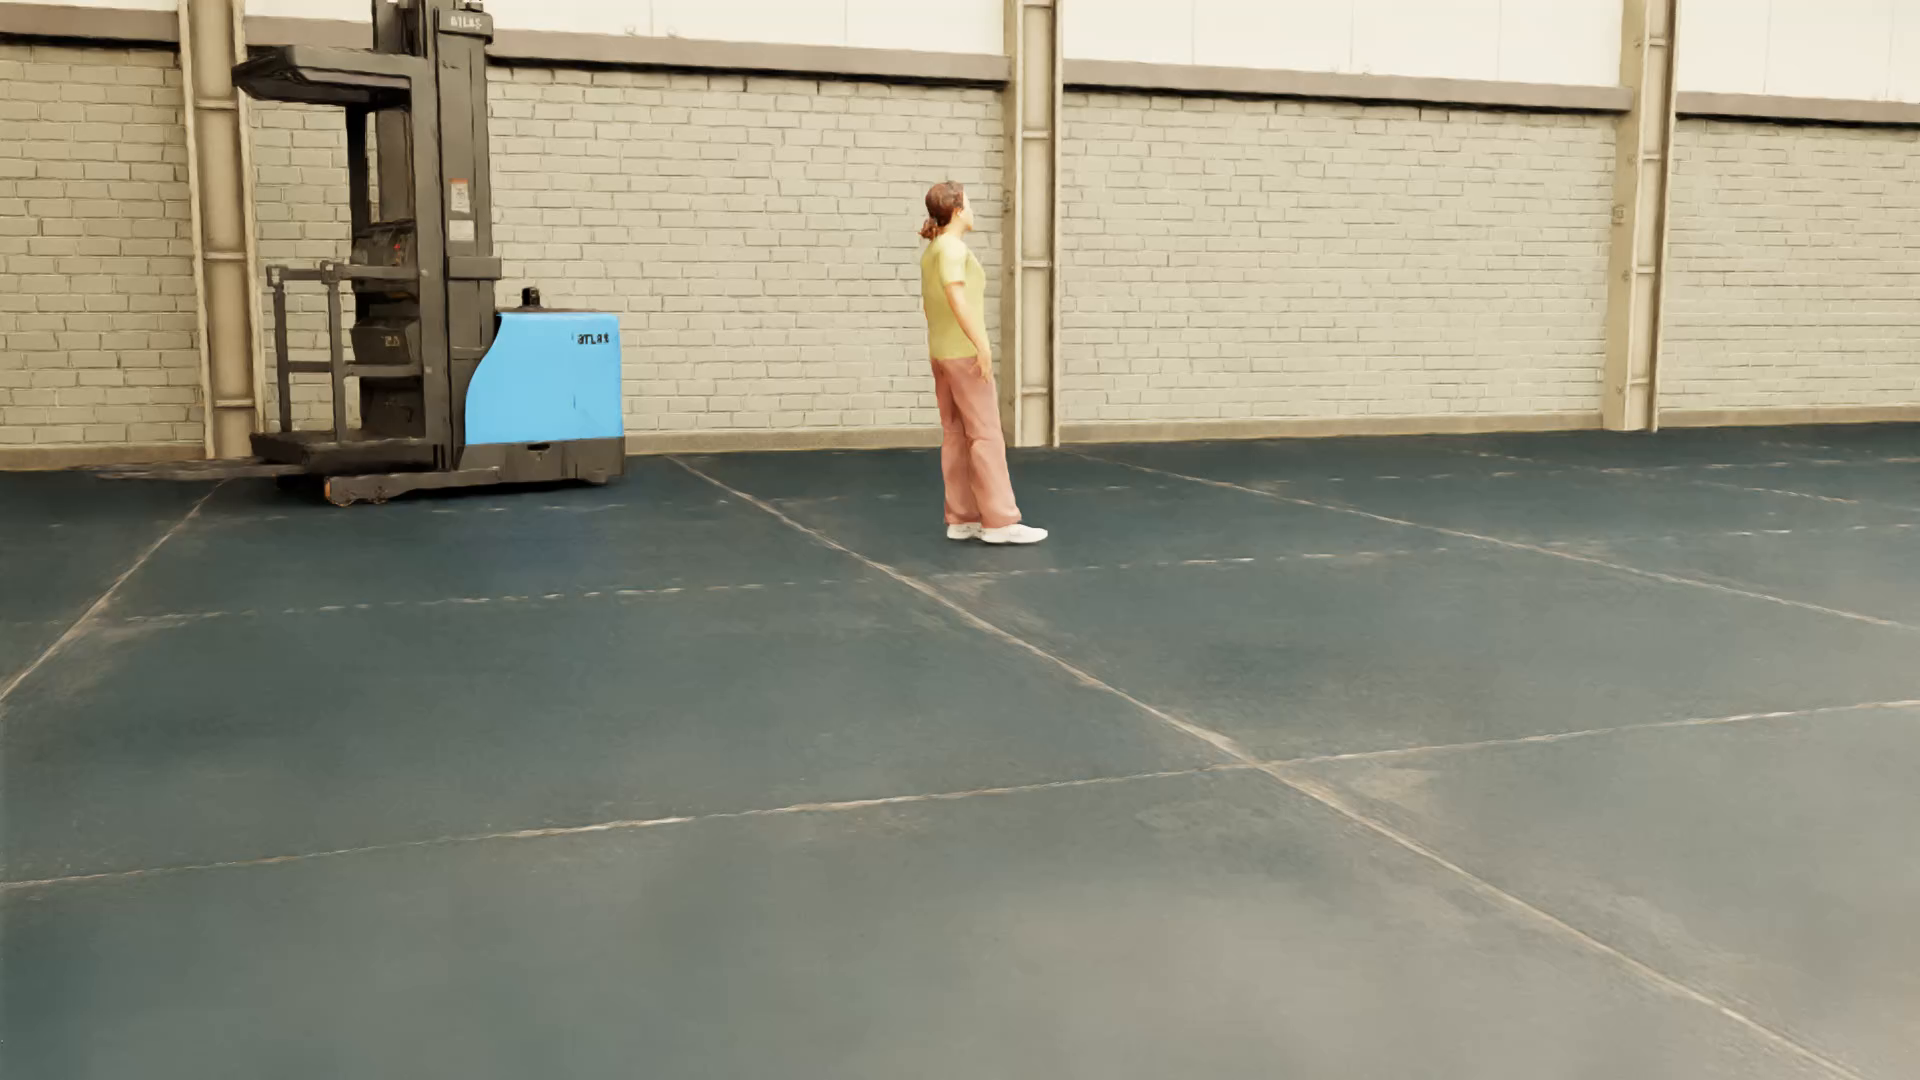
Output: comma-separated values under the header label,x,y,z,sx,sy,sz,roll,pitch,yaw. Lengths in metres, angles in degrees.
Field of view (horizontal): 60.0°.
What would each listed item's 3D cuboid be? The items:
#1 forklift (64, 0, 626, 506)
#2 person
label,x,y,z,sx,sy,sz,roll,pitch,yaw
forklift,-3.565,-1.721,9.705,3.031,2.935,1.130,-6,10,-38
person,0.074,-0.839,7.823,0.548,1.674,0.554,-3,8,-18
